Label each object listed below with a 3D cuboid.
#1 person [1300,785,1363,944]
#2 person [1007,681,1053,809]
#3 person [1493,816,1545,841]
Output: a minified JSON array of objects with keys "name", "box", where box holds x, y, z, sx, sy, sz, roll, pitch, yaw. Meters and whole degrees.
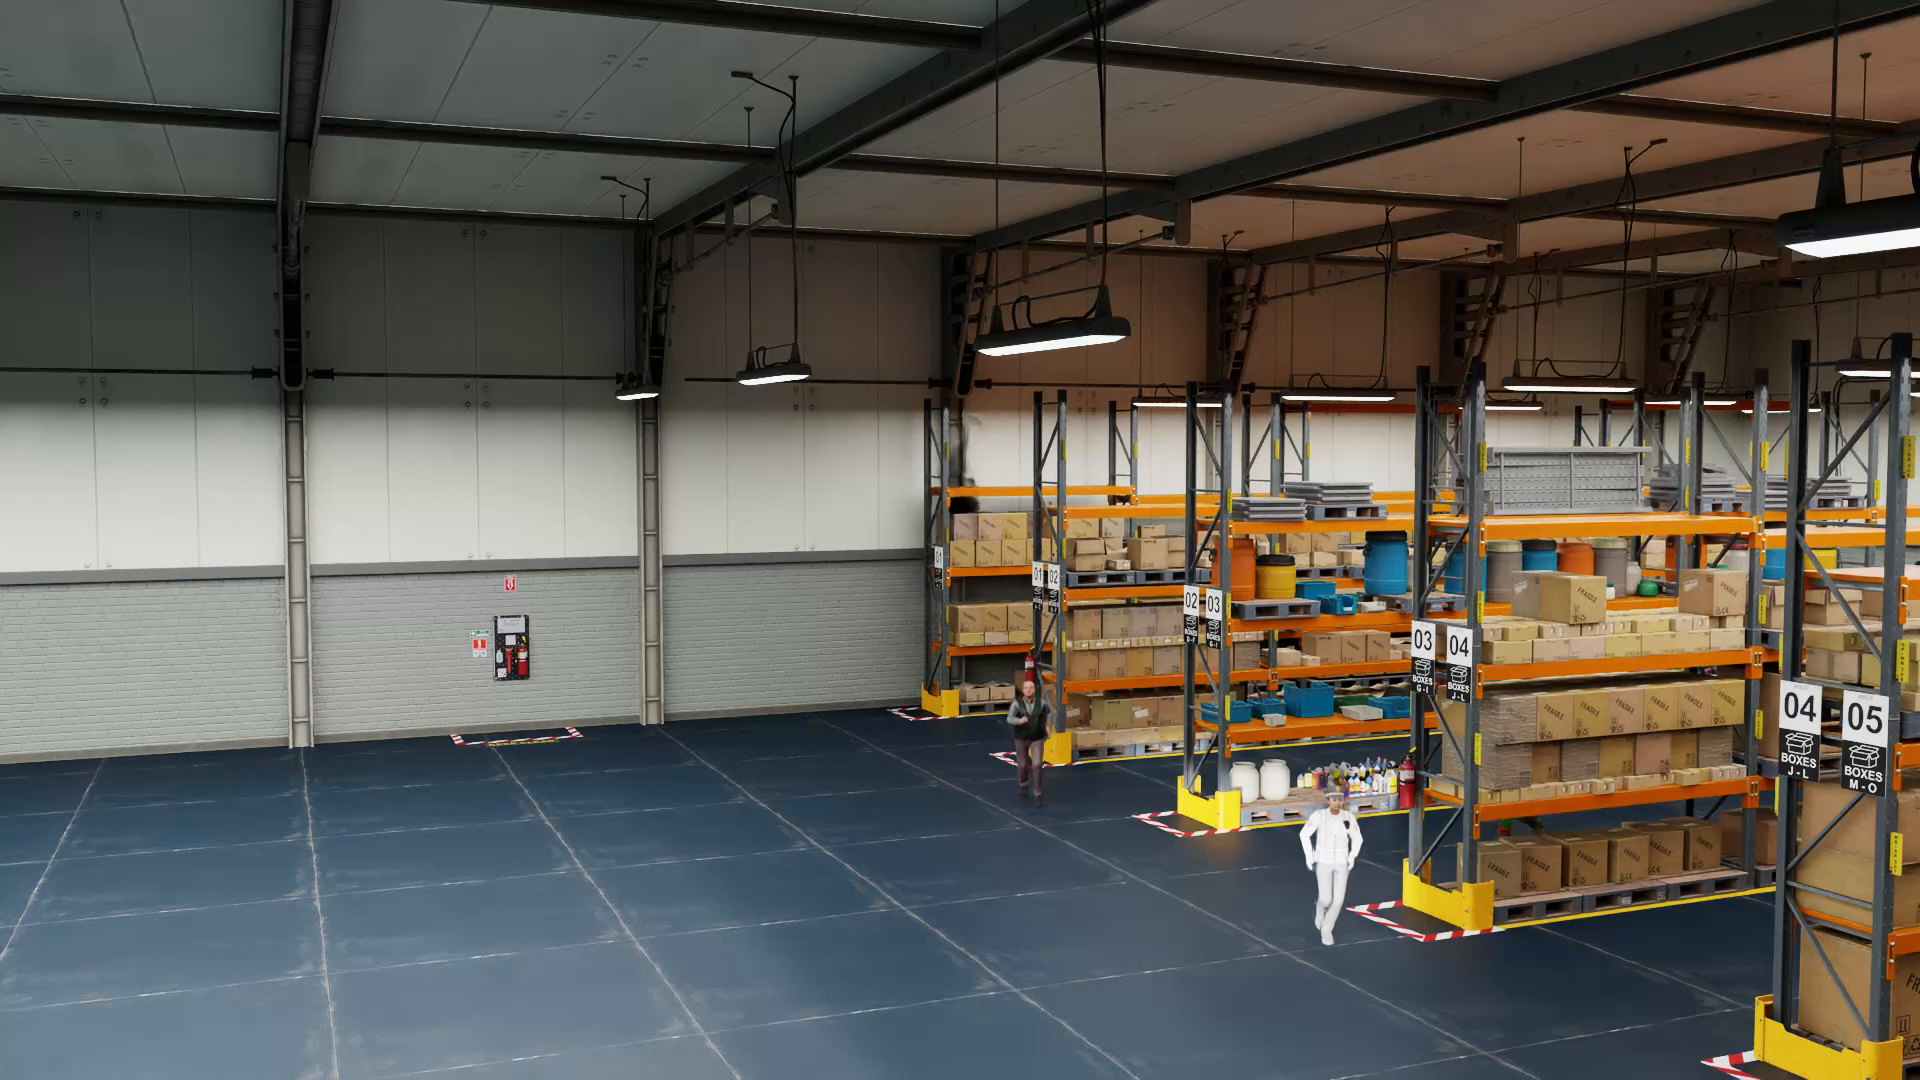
[{"name":"person","box":[3.857,3.337,17.208,0.630,1.651,0.505,0,3,0]},{"name":"person","box":[0.995,2.882,23.762,0.656,1.742,0.888,0,3,4]},{"name":"person","box":[6.970,3.048,20.813,1.027,1.775,0.685,-2,4,-29]}]
